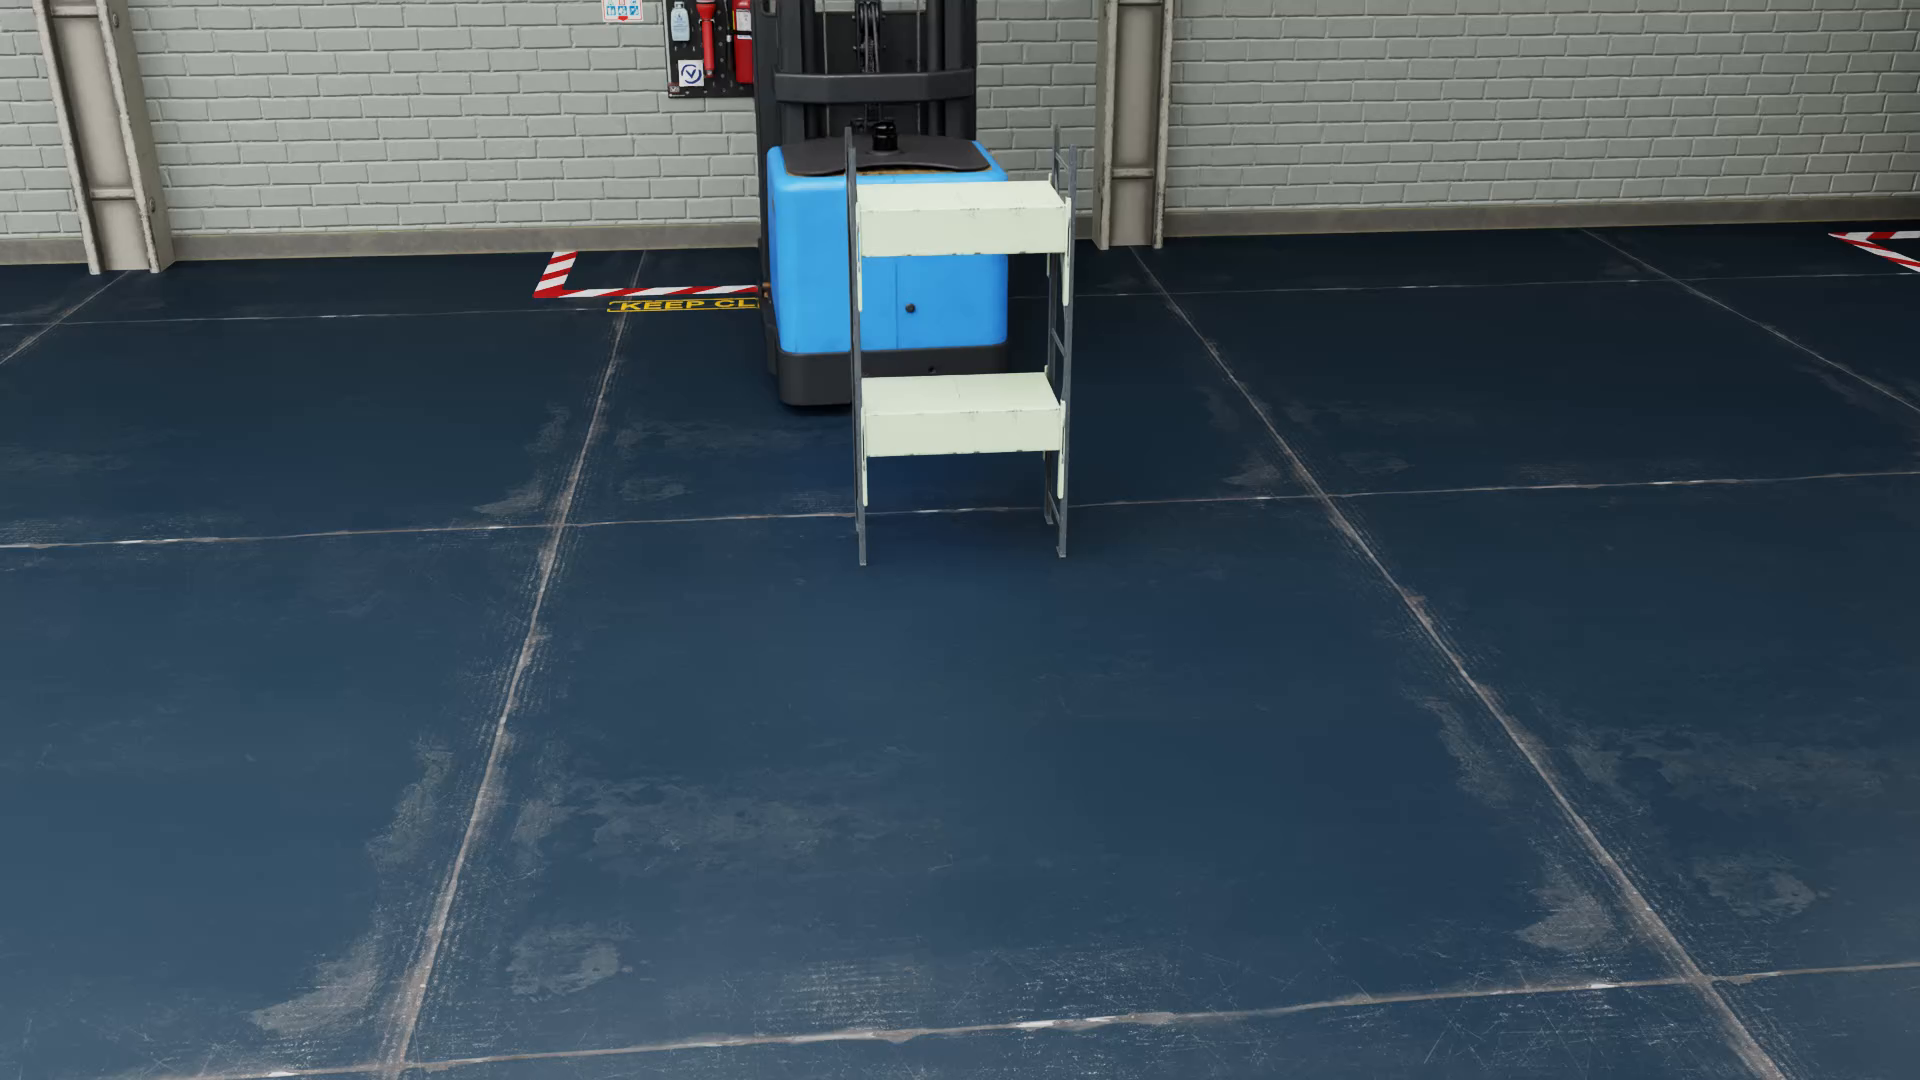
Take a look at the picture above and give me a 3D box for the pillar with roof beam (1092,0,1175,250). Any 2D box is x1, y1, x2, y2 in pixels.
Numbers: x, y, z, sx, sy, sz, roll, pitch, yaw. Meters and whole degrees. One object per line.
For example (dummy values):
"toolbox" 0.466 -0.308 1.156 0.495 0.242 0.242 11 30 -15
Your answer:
"pillar with roof beam" 1.470 -4.241 4.712 0.400 9.000 9.100 -2 24 -5

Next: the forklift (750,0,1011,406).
"forklift" -0.499 -2.505 8.278 1.130 2.935 3.031 -3 24 -8

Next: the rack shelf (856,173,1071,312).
"rack shelf" -0.007 -1.042 5.786 0.720 0.370 0.431 -2 24 -5

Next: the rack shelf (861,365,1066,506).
"rack shelf" -0.007 -0.387 6.077 0.720 0.370 0.431 -2 24 -5

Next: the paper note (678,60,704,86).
"paper note" -1.599 -2.774 9.883 0.142 0.148 0.016 -2 24 -5

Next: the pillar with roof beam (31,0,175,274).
"pillar with roof beam" -4.501 -4.001 4.173 0.400 9.000 9.100 -2 24 -5

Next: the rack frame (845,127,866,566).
"rack frame" -0.371 -0.670 5.912 0.023 1.500 0.400 -2 24 -5

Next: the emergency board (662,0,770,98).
"emergency board" -1.416 -3.156 9.658 0.643 1.169 0.194 -2 24 -5

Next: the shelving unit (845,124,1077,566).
"shelving unit" -0.007 -0.685 5.945 0.755 1.500 0.431 -2 24 -5

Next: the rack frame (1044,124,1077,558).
"rack frame" 0.358 -0.700 5.978 0.023 1.500 0.400 -2 24 -5

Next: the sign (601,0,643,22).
"sign" -1.976 -3.192 9.695 0.234 0.329 0.001 -2 24 -5
